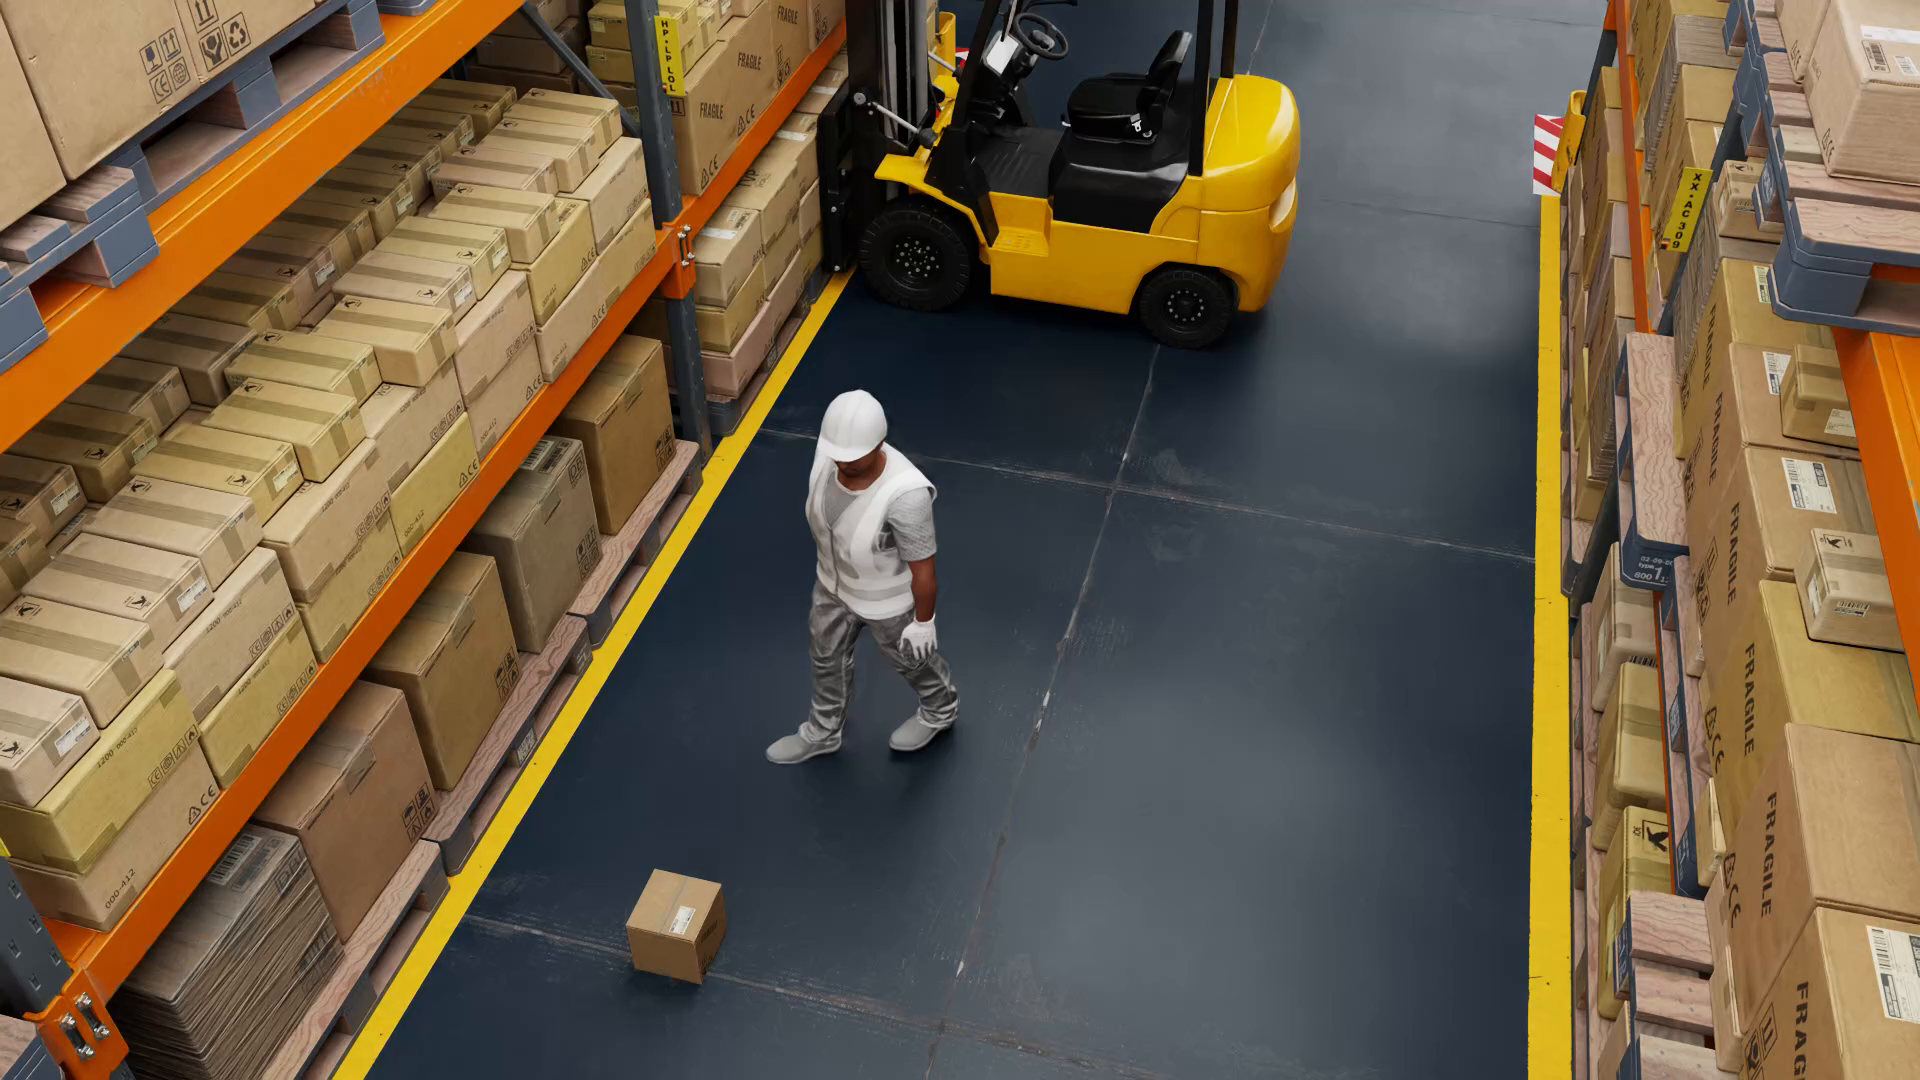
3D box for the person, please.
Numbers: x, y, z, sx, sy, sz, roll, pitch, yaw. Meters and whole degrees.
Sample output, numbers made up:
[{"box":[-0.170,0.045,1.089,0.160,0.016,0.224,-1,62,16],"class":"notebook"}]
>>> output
[{"box":[-0.318,0.173,5.953,0.670,1.797,0.638,-32,50,-31],"class":"person"}]
